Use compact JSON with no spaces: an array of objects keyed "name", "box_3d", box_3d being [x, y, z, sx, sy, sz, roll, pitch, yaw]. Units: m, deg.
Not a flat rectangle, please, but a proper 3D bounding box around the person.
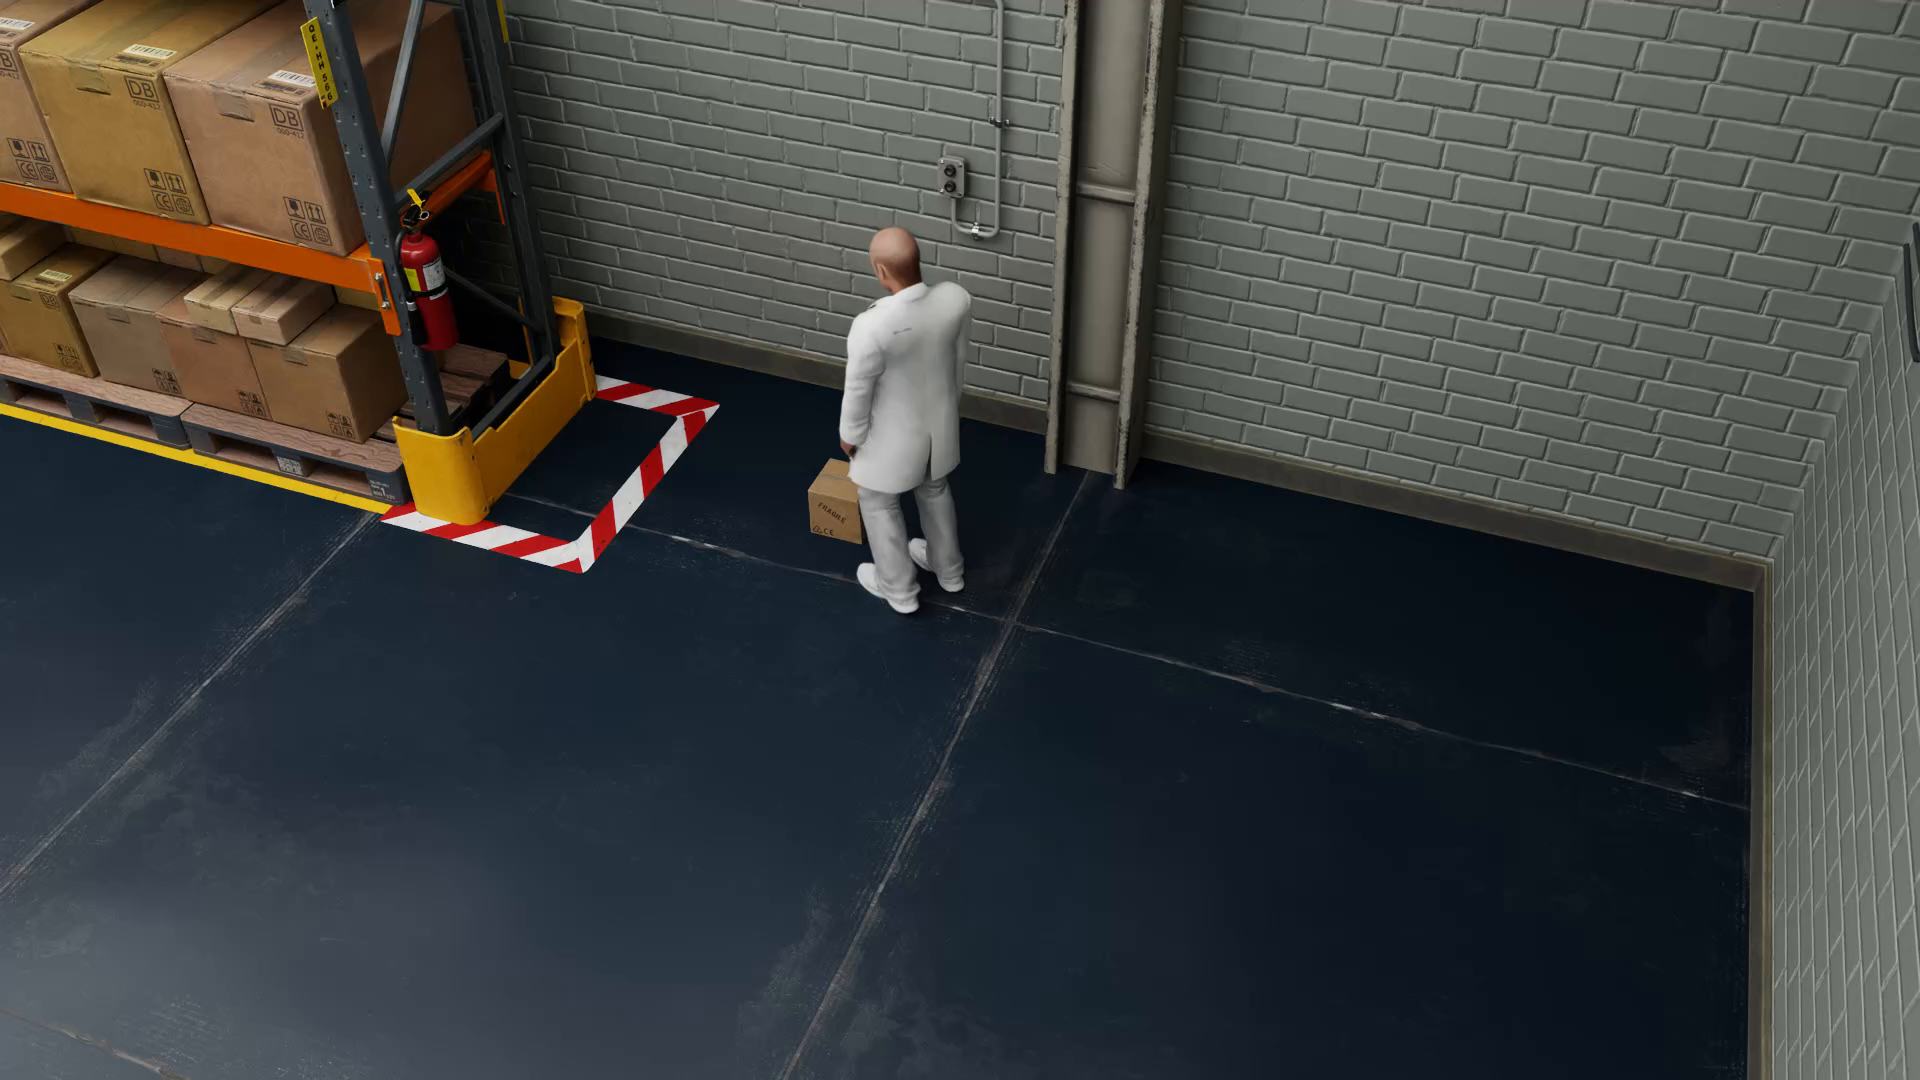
[{"name":"person","box_3d":[-0.236,-0.473,6.735,0.567,1.769,0.372,-25,47,-26]}]
